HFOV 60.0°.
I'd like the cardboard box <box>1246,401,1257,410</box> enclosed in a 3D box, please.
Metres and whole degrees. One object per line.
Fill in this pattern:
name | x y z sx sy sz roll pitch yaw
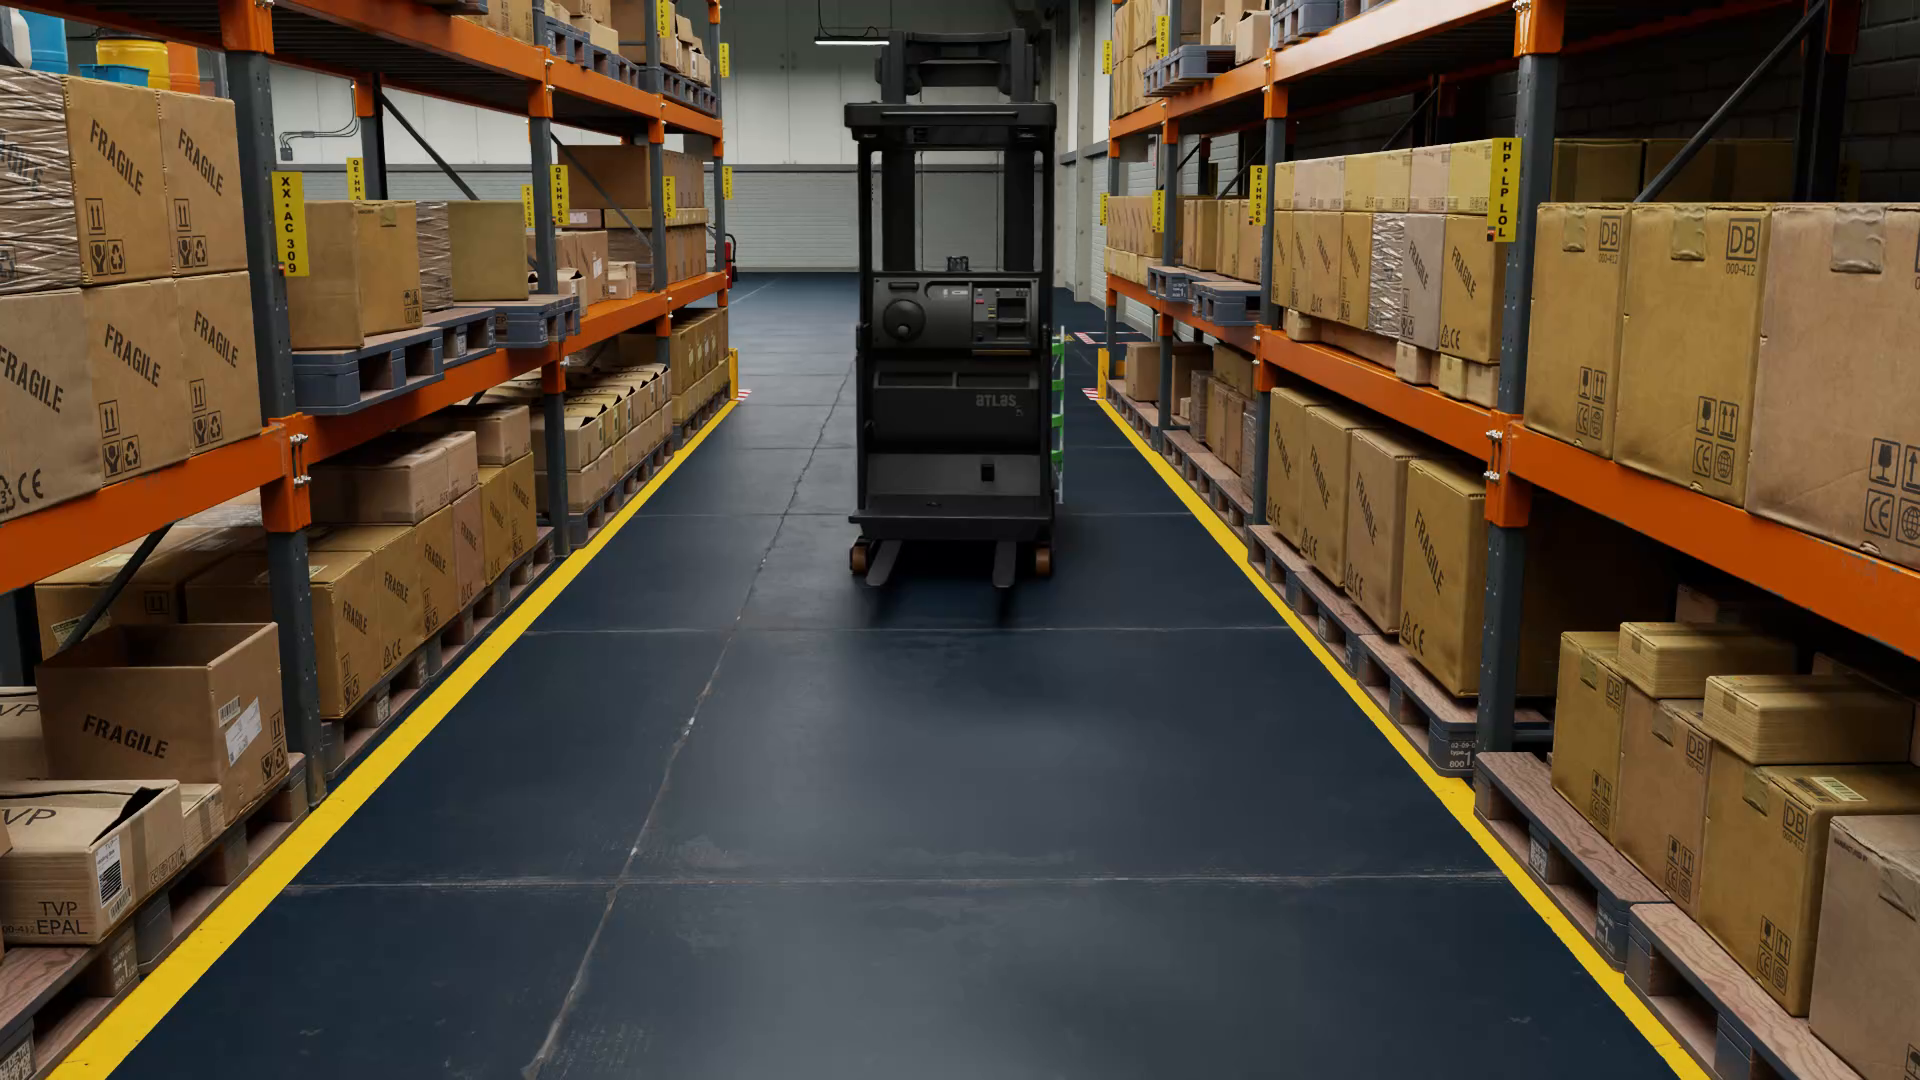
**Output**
cardboard box | 2.240 -0.625 10.778 0.700 0.500 0.500 0 11 -1

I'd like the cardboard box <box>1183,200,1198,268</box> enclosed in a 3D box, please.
cardboard box | 2.095 -2.347 12.728 0.700 0.500 0.500 0 11 -1

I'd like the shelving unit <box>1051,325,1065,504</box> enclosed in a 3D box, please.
shelving unit | 0.456 -0.808 11.022 0.258 1.200 0.503 8 14 33

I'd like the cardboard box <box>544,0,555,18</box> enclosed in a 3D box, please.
cardboard box | -2.846 -3.278 10.450 0.500 0.250 0.500 0 11 -2

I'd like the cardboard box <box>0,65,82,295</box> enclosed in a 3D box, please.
cardboard box | -2.376 -0.810 3.743 0.500 0.500 0.500 0 11 -1

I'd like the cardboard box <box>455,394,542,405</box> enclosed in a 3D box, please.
cardboard box | -3.033 -0.808 10.946 0.500 0.311 0.500 0 11 -2

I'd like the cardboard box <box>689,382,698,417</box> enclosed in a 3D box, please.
cardboard box | -2.546 -1.214 14.359 0.500 0.250 0.500 0 11 -1

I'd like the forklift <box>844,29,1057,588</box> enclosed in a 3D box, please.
forklift | -0.032 -1.300 9.096 1.130 2.935 3.031 1 11 3

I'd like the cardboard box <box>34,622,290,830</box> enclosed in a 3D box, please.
cardboard box | -2.373 0.549 4.991 0.500 0.500 0.500 0 11 -1

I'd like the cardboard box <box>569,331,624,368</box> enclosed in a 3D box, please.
cardboard box | -3.061 -1.580 14.274 0.500 0.500 0.500 0 11 -1

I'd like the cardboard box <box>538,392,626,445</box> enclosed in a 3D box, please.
cardboard box | -2.496 -0.812 10.967 0.500 0.311 0.500 -1 11 -3

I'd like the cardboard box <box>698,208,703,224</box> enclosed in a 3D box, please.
cardboard box | -2.706 -3.147 16.144 0.380 0.149 0.250 0 11 -2

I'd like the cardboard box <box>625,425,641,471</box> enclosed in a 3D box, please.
cardboard box | -2.507 -0.637 11.513 0.500 0.250 0.500 0 11 0

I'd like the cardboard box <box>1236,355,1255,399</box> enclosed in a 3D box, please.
cardboard box | 2.170 -1.106 11.260 0.500 0.250 0.500 0 11 -1

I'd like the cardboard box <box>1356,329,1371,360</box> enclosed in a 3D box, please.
cardboard box | 2.019 -0.904 7.555 0.380 0.149 0.250 0 11 -1

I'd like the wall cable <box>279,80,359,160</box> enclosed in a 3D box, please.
wall cable | -18.445 -13.911 47.444 2.305 6.003 0.169 0 11 -1

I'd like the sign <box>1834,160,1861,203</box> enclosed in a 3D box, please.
sign | 2.839 -1.060 5.361 0.100 0.325 0.005 0 11 -1

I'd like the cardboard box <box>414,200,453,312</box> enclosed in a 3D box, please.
cardboard box | -2.797 -1.315 7.691 0.700 0.500 0.500 2 12 10

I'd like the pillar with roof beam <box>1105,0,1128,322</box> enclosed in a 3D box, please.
pillar with roof beam | -1.637 -8.152 27.606 9.100 9.000 0.400 0 11 -1

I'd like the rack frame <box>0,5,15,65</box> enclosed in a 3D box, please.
rack frame | -7.786 -5.084 12.484 1.000 3.000 0.127 0 11 -1

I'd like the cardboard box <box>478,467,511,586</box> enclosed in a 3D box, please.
cardboard box | -2.487 -0.071 8.044 0.500 0.500 0.500 -1 11 -3

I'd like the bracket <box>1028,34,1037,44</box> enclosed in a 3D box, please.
bracket | 1.949 -13.427 44.558 0.235 0.232 0.430 0 11 -1

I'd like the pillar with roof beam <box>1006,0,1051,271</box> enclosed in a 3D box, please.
pillar with roof beam | -2.009 -11.730 45.243 9.100 9.000 0.548 0 11 -1

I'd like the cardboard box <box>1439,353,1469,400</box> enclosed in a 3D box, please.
cardboard box | 1.965 -0.597 6.038 0.380 0.149 0.250 0 11 0

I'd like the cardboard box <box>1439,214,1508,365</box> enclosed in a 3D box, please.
cardboard box | 2.023 -0.889 5.848 0.500 0.500 0.500 0 11 -2

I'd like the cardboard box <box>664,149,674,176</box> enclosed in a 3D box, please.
cardboard box | -2.871 -3.136 14.458 0.700 0.500 0.500 0 11 -1

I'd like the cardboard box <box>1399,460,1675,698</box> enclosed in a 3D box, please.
cardboard box | 2.141 0.125 6.249 0.750 0.750 0.750 0 11 0

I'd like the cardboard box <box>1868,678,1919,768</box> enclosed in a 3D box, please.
cardboard box | 2.416 0.434 3.974 0.380 0.149 0.250 0 11 -1

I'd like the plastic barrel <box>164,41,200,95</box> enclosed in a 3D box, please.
plastic barrel | -7.732 -4.729 16.143 0.600 0.830 0.708 0 11 -1

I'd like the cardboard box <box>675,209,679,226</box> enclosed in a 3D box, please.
cardboard box | -2.676 -2.840 14.632 0.380 0.149 0.250 -1 11 -3

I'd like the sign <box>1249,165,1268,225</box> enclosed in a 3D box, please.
sign | 1.659 -1.914 9.234 0.100 0.325 0.005 0 11 -1

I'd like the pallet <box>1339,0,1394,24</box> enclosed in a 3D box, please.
pallet | 2.294 -2.416 7.357 1.003 0.211 1.213 0 11 1

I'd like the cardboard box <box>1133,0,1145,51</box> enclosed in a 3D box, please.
cardboard box | 1.794 -4.514 14.405 0.500 0.500 0.500 -1 11 -3

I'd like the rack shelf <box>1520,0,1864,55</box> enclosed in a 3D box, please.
rack shelf | 2.325 -1.314 3.256 1.077 0.370 4.000 0 11 -1

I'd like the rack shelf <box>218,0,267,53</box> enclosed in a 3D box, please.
rack shelf | -2.627 -1.293 3.152 1.077 0.370 4.000 0 11 -1

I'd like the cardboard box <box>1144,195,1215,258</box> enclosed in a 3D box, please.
cardboard box | 1.800 -2.581 13.676 0.500 0.500 0.500 0 11 -1

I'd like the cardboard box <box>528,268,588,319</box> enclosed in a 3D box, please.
cardboard box | -2.576 -1.503 10.147 0.500 0.311 0.500 0 11 -2

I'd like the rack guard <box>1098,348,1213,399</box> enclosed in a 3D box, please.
rack guard | 2.038 -1.739 17.374 1.175 0.500 0.348 0 11 -1

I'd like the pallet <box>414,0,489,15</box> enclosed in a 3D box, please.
pallet | -2.636 -2.287 6.715 1.213 0.211 1.003 0 11 -1

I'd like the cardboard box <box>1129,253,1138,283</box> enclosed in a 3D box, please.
cardboard box | 1.778 -2.412 14.733 0.500 0.250 0.500 0 11 -1

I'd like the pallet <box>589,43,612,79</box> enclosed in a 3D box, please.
pallet | -2.881 -3.102 10.737 1.003 0.211 1.213 0 11 1

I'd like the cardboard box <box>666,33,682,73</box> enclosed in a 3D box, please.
cardboard box | -2.592 -4.072 13.860 0.500 0.311 0.500 -1 12 -4

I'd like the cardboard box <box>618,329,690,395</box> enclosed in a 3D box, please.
cardboard box | -2.530 -1.482 13.795 0.500 0.500 0.500 0 11 -1

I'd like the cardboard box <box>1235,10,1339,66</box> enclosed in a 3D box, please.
cardboard box | 1.917 -2.967 9.770 0.500 0.311 0.500 0 11 -1

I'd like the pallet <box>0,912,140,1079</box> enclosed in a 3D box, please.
pallet | -2.627 1.174 3.744 1.003 0.211 1.213 0 11 -1

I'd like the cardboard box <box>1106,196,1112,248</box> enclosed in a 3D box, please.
cardboard box | 1.745 -3.187 16.665 0.500 0.500 0.500 0 11 -1

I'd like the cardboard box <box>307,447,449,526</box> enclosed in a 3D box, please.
cardboard box | -2.456 -0.227 6.927 0.500 0.250 0.500 0 11 -1

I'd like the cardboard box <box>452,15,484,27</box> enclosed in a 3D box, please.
cardboard box | -2.687 -2.596 7.513 0.910 0.500 0.500 0 11 -1

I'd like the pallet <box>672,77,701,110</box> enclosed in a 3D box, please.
pallet | -2.900 -4.001 14.915 1.003 0.211 1.213 0 11 -1

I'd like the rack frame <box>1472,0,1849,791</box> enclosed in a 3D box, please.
rack frame | 2.284 -0.594 5.442 1.000 3.000 0.127 0 11 -1

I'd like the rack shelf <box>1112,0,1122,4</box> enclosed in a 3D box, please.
rack shelf | 2.077 -5.168 14.716 1.077 0.370 4.000 0 11 -1

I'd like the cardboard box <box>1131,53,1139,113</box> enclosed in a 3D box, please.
cardboard box | 1.816 -4.124 14.997 0.500 0.500 0.500 0 11 2

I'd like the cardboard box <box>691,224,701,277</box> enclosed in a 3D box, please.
cardboard box | -2.904 -2.810 16.114 0.700 0.500 0.500 0 11 0

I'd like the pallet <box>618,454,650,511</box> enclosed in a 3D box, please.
pallet | -2.751 -0.407 11.535 1.003 0.211 1.213 0 11 -1

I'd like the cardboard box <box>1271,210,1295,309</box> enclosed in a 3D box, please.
cardboard box | 1.956 -1.496 8.839 0.500 0.500 0.500 0 11 1

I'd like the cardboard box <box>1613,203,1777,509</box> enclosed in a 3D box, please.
cardboard box | 2.289 -0.488 4.165 0.980 0.700 0.700 -1 11 -3
